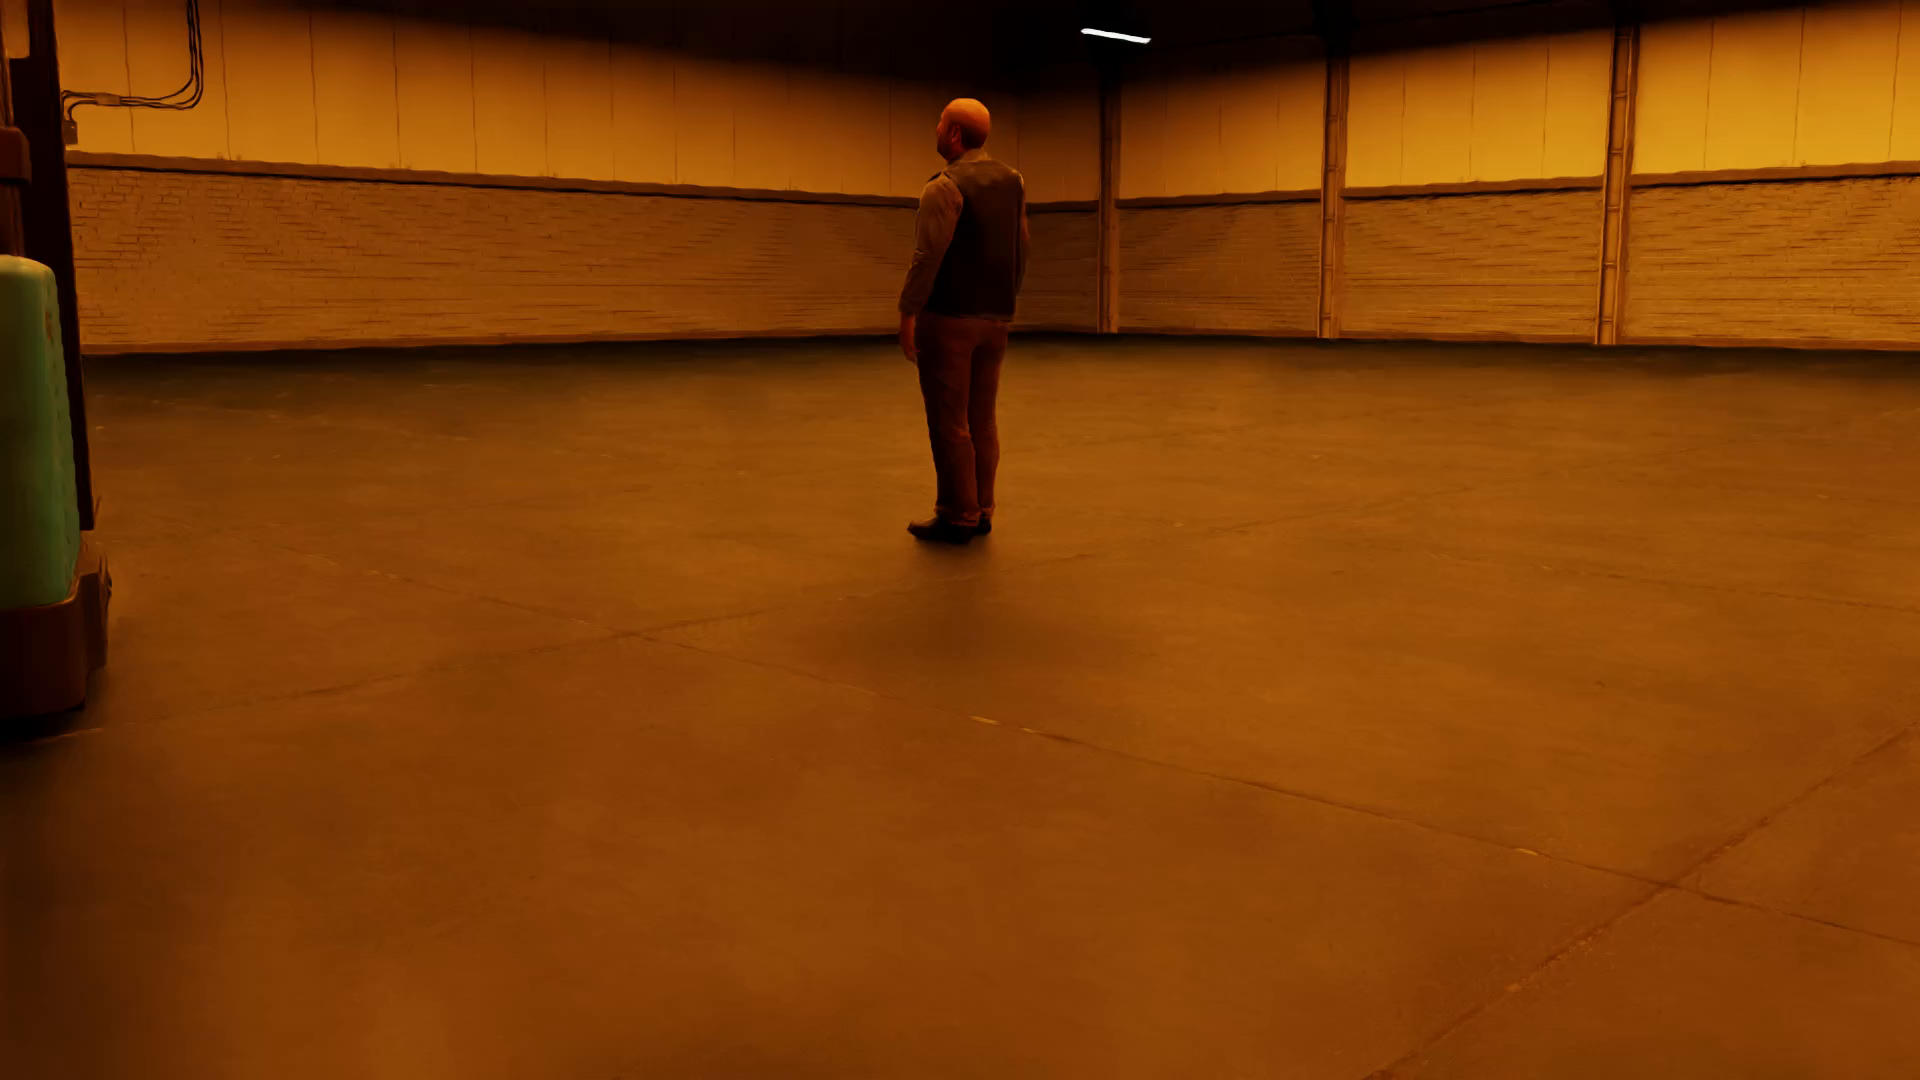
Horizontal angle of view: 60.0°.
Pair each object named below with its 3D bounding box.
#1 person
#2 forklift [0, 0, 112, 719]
[{"bbox_3d":[-0.039,-0.865,6.637,0.567,1.720,0.632,8,12,43],"label":"person"},{"bbox_3d":[-3.093,-1.165,4.613,1.130,2.935,3.031,-4,10,-26],"label":"forklift"}]
